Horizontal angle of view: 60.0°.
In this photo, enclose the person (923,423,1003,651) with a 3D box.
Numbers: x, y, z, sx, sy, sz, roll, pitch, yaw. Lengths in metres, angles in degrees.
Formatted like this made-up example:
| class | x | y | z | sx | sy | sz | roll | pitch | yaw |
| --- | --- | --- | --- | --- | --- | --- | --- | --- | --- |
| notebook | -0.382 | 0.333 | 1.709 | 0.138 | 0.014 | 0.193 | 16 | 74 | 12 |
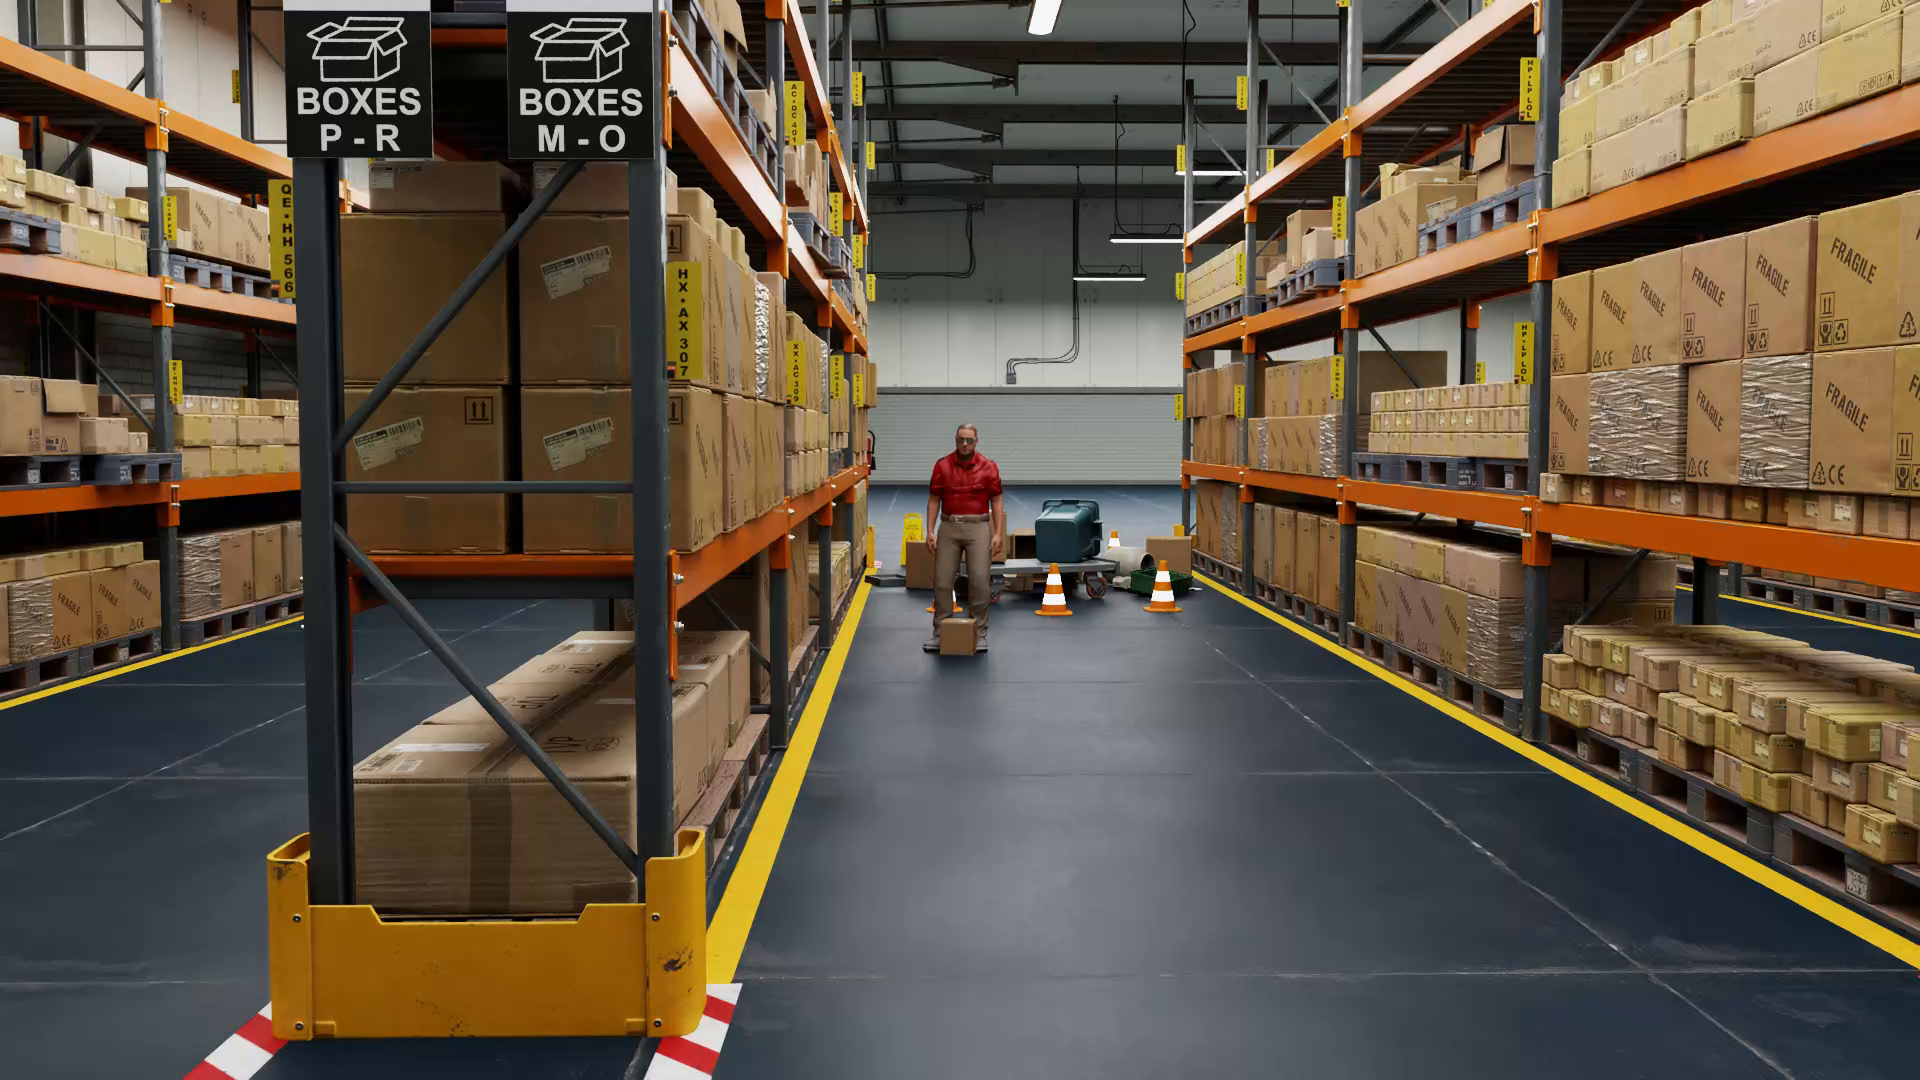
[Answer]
| class | x | y | z | sx | sy | sz | roll | pitch | yaw |
| --- | --- | --- | --- | --- | --- | --- | --- | --- | --- |
| person | 0.029 | -0.026 | 12.719 | 0.604 | 1.728 | 0.384 | 1 | 4 | 8 |
